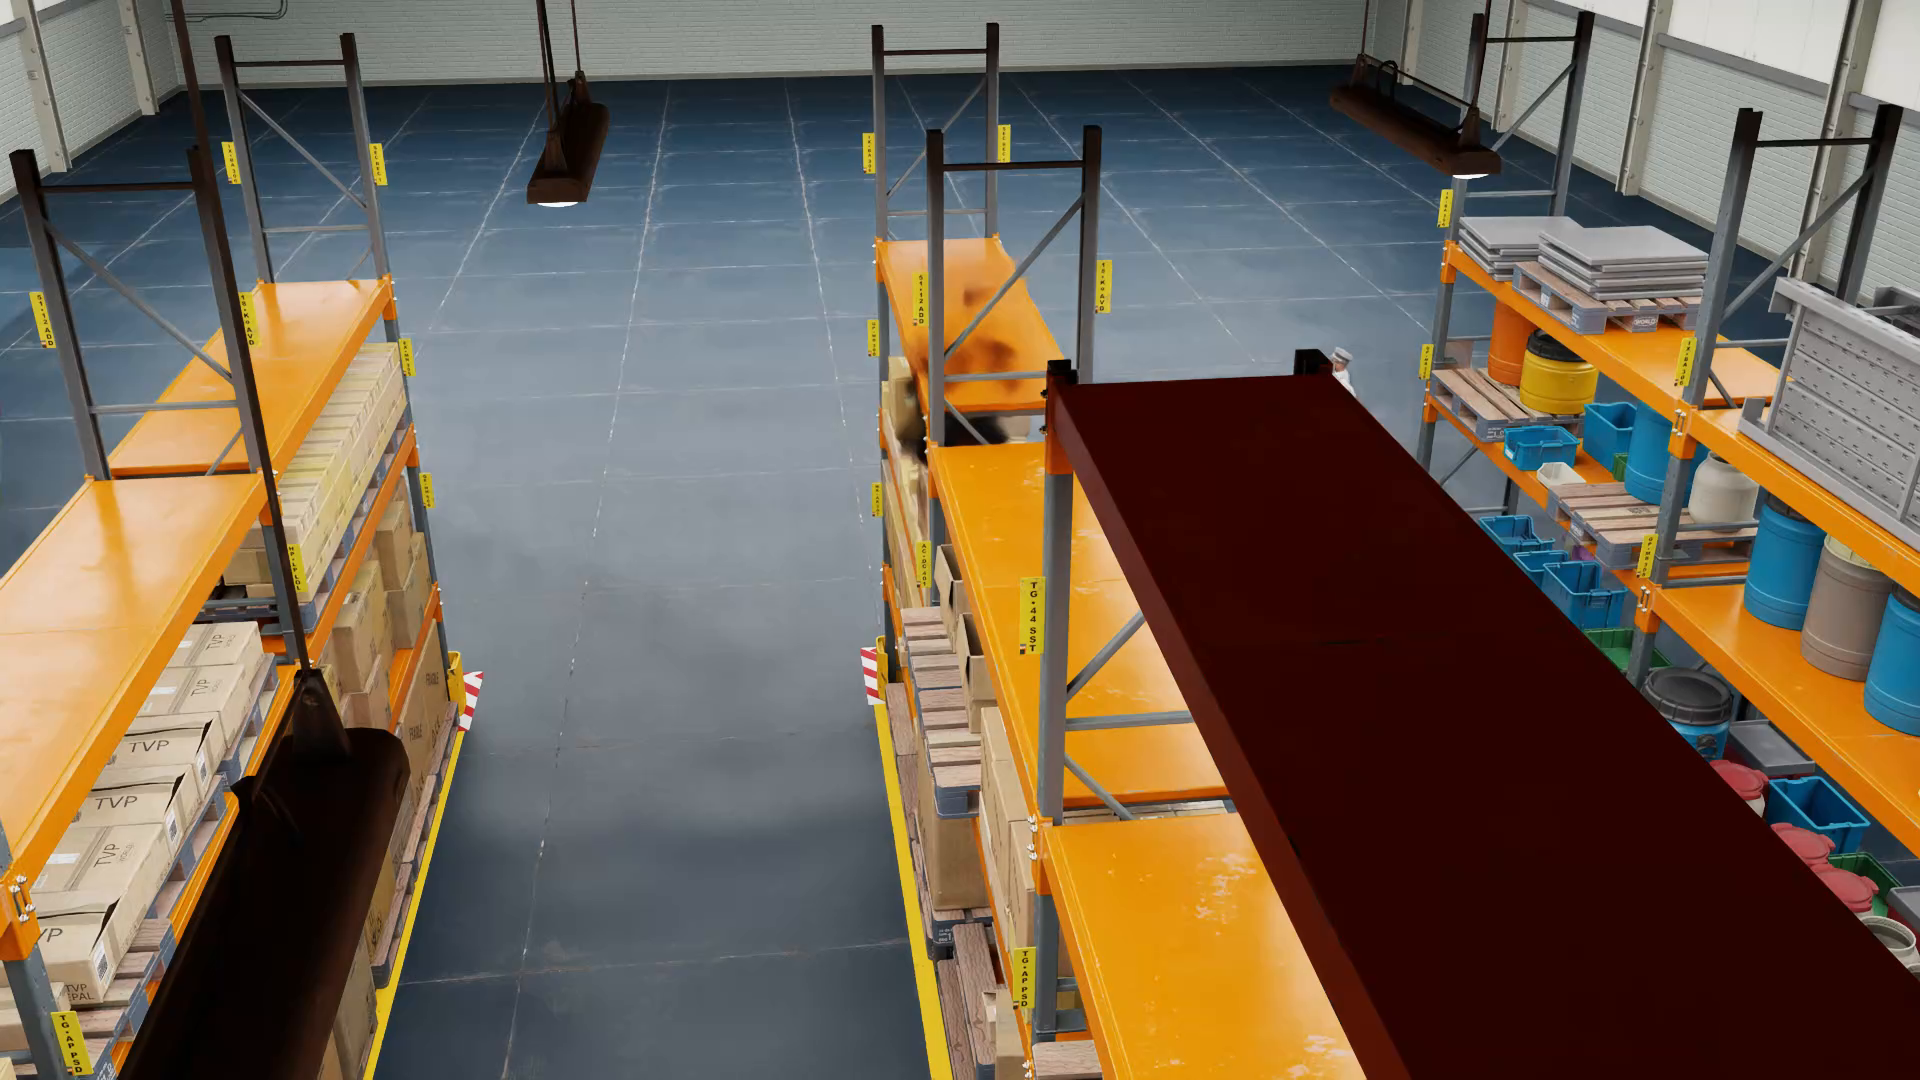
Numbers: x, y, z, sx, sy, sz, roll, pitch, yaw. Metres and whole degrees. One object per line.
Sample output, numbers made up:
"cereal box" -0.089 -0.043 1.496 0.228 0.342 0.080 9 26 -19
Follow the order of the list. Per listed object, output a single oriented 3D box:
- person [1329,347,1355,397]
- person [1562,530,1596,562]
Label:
"person" 4.325 -1.409 19.392 0.911 1.754 0.665 7 26 14
"person" 6.024 0.294 16.113 0.587 1.542 0.570 -9 27 -19
